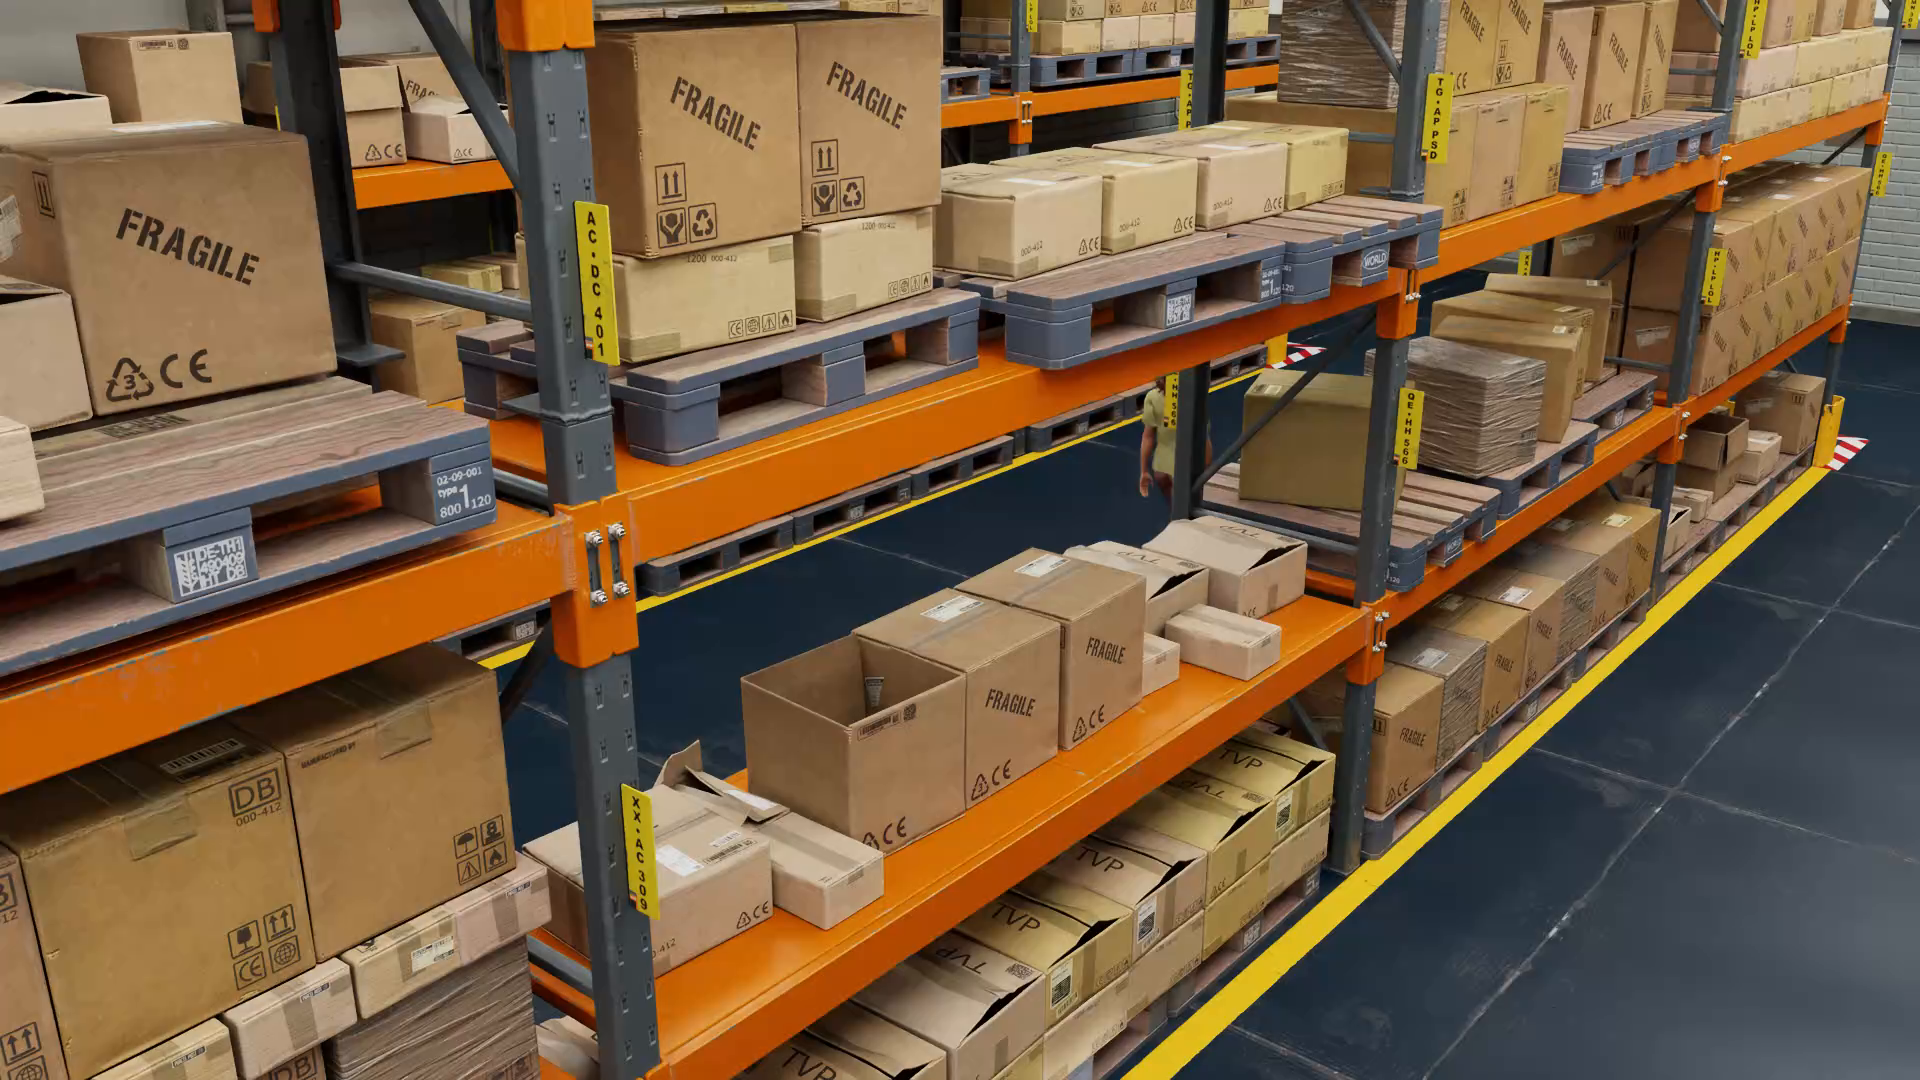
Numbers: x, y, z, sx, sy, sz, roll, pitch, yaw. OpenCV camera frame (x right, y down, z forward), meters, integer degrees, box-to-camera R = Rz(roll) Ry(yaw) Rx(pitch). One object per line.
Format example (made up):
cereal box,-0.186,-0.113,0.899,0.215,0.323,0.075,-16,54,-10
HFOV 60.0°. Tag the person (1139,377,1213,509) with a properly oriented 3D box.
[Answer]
person,1.325,-0.390,10.137,0.453,1.625,0.865,18,27,40
